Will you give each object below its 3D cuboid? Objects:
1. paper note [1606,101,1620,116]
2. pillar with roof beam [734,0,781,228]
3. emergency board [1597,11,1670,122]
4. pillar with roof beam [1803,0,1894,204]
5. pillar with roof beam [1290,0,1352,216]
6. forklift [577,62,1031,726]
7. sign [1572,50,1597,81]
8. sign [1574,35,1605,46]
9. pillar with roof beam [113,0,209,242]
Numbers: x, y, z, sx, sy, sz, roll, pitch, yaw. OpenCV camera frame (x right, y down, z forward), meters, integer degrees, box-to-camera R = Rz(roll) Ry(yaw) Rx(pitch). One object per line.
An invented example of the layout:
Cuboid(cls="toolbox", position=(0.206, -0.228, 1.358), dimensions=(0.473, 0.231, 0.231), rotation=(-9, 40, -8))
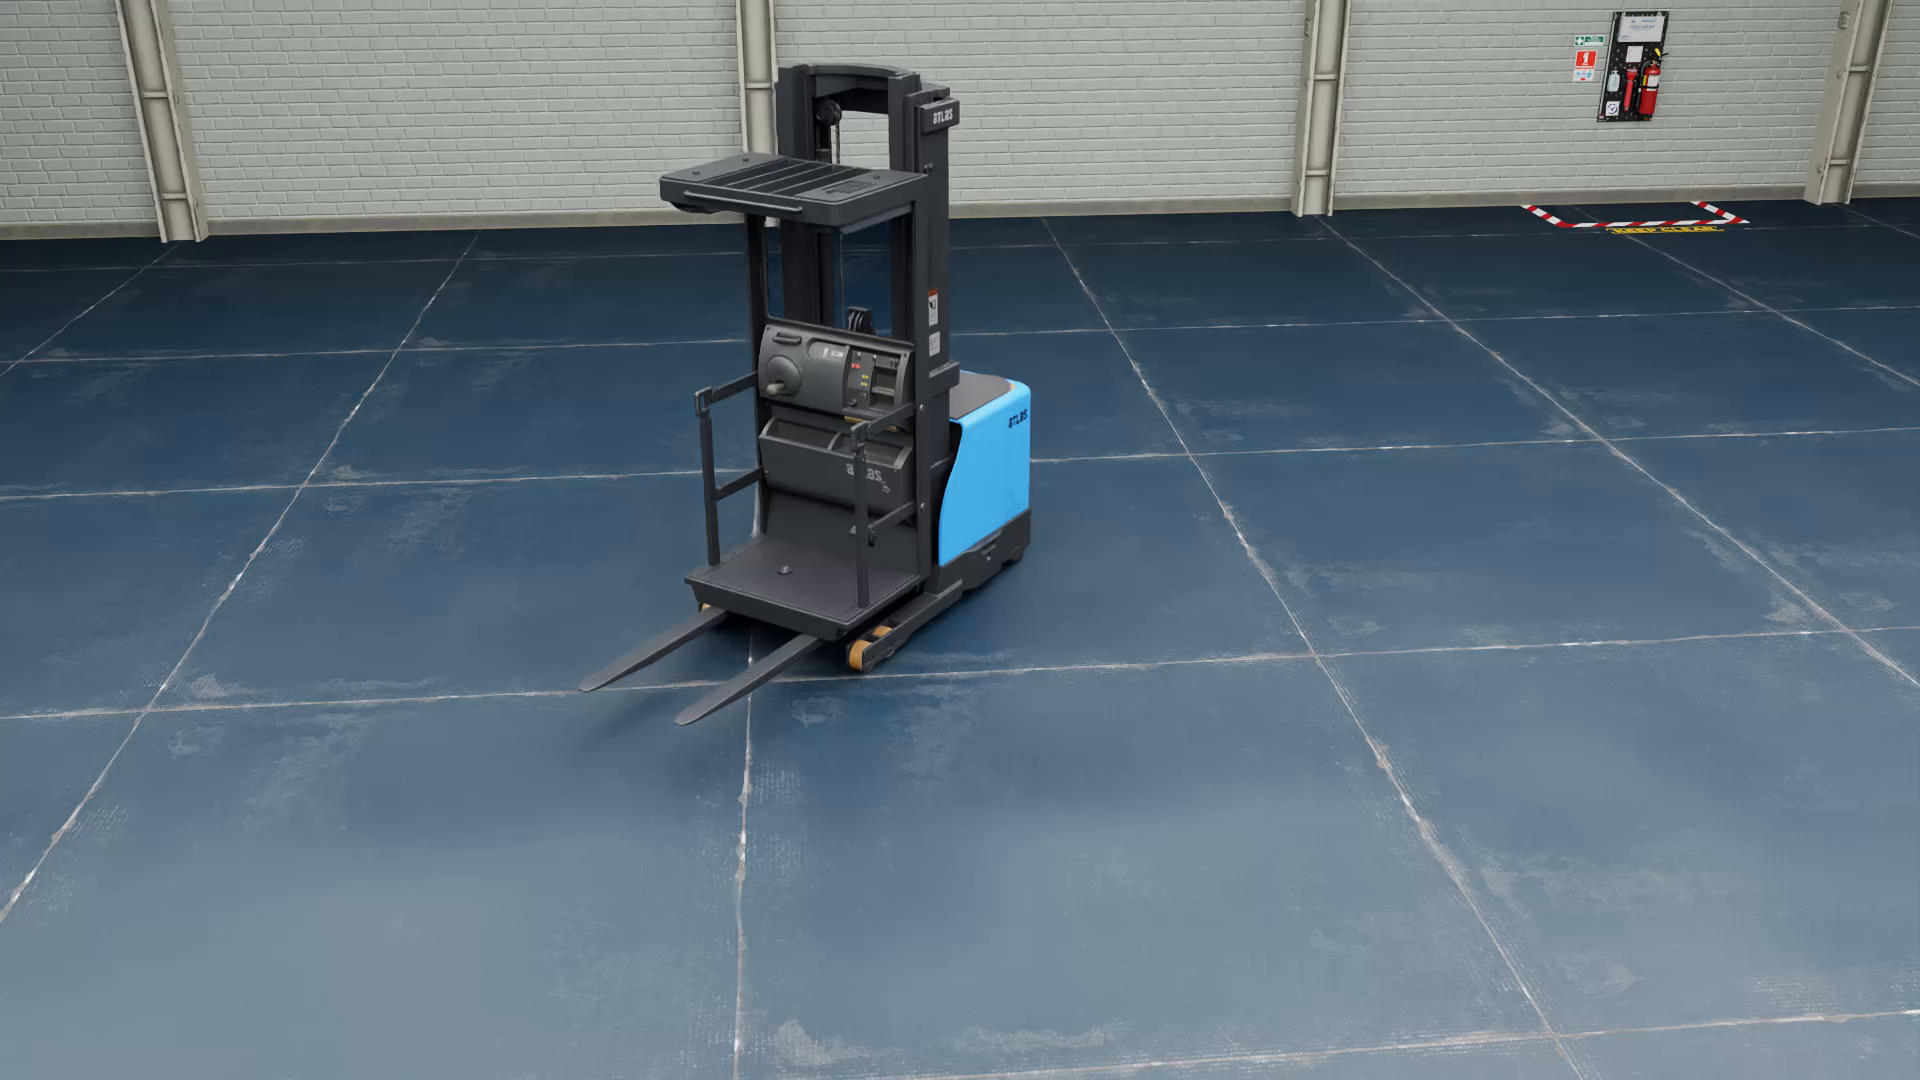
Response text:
Cuboid(cls="paper note", position=(7.206, -4.764, 18.360), dimensions=(0.142, 0.148, 0.016), rotation=(-2, 24, -5))
Cuboid(cls="pillar with roof beam", position=(-1.666, -5.751, 12.110), dimensions=(0.400, 9.000, 9.100), rotation=(-2, 24, -5))
Cuboid(cls="emergency board", position=(7.389, -5.146, 18.134), dimensions=(0.643, 1.169, 0.194), rotation=(-2, 24, -5))
Cuboid(cls="pillar with roof beam", position=(10.275, -6.230, 13.188), dimensions=(0.400, 9.000, 9.100), rotation=(-2, 24, -5))
Cuboid(cls="pillar with roof beam", position=(4.304, -5.991, 12.649), dimensions=(0.400, 9.000, 9.100), rotation=(-2, 24, -5))
Cuboid(cls="forklift", position=(-0.779, -0.864, 8.585), dimensions=(1.130, 2.935, 3.031), rotation=(14, 28, 29))
Cuboid(cls="sign", position=(6.829, -5.182, 18.171), dimensions=(0.234, 0.329, 0.001), rotation=(-2, 24, -5))
Cuboid(cls="sign", position=(6.834, -5.420, 18.056), dimensions=(0.331, 0.109, 0.001), rotation=(-2, 24, -5))
Cuboid(cls="pillar with roof beam", position=(-7.637, -5.512, 11.571), dimensions=(0.400, 9.000, 9.100), rotation=(-2, 24, -5))
